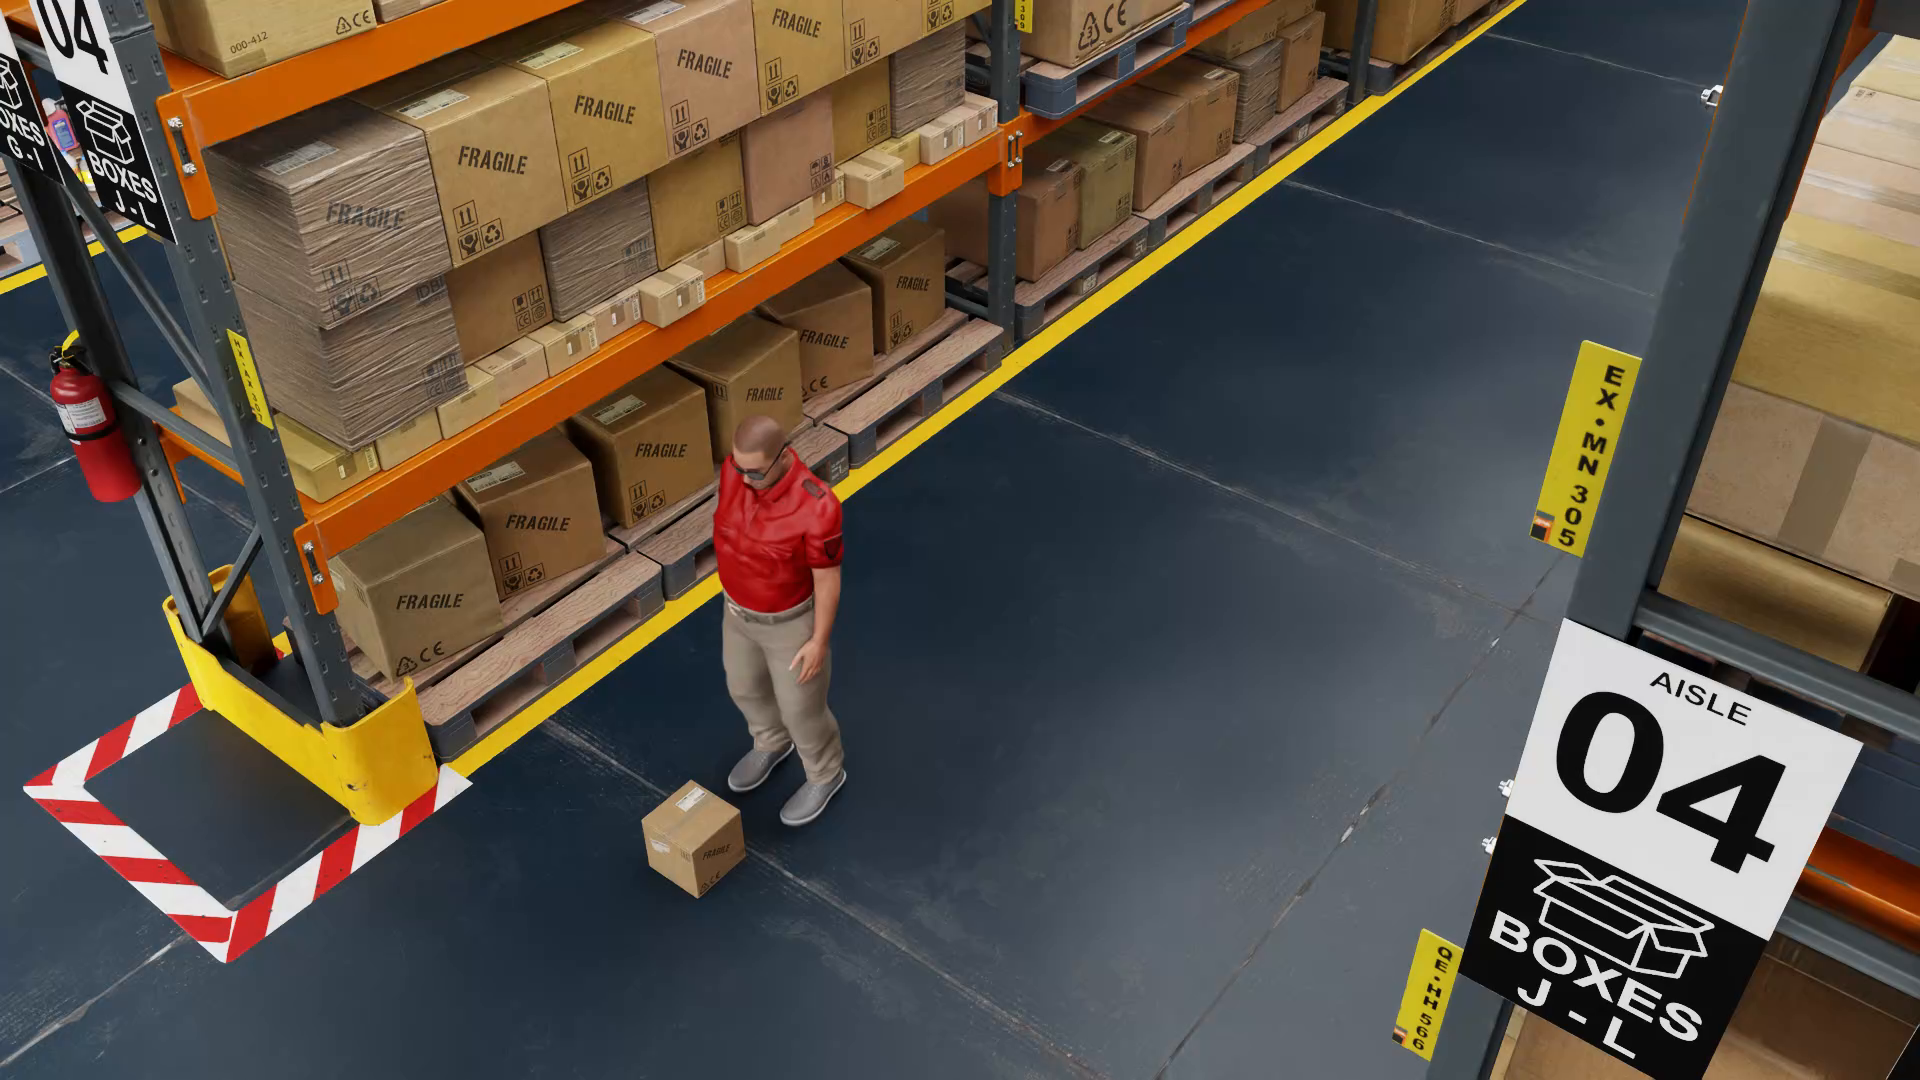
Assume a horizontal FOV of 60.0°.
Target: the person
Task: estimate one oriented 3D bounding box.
[{"bbox_3d":[-0.633,0.272,5.842,0.534,1.718,0.356,27,46,29],"label":"person"}]
